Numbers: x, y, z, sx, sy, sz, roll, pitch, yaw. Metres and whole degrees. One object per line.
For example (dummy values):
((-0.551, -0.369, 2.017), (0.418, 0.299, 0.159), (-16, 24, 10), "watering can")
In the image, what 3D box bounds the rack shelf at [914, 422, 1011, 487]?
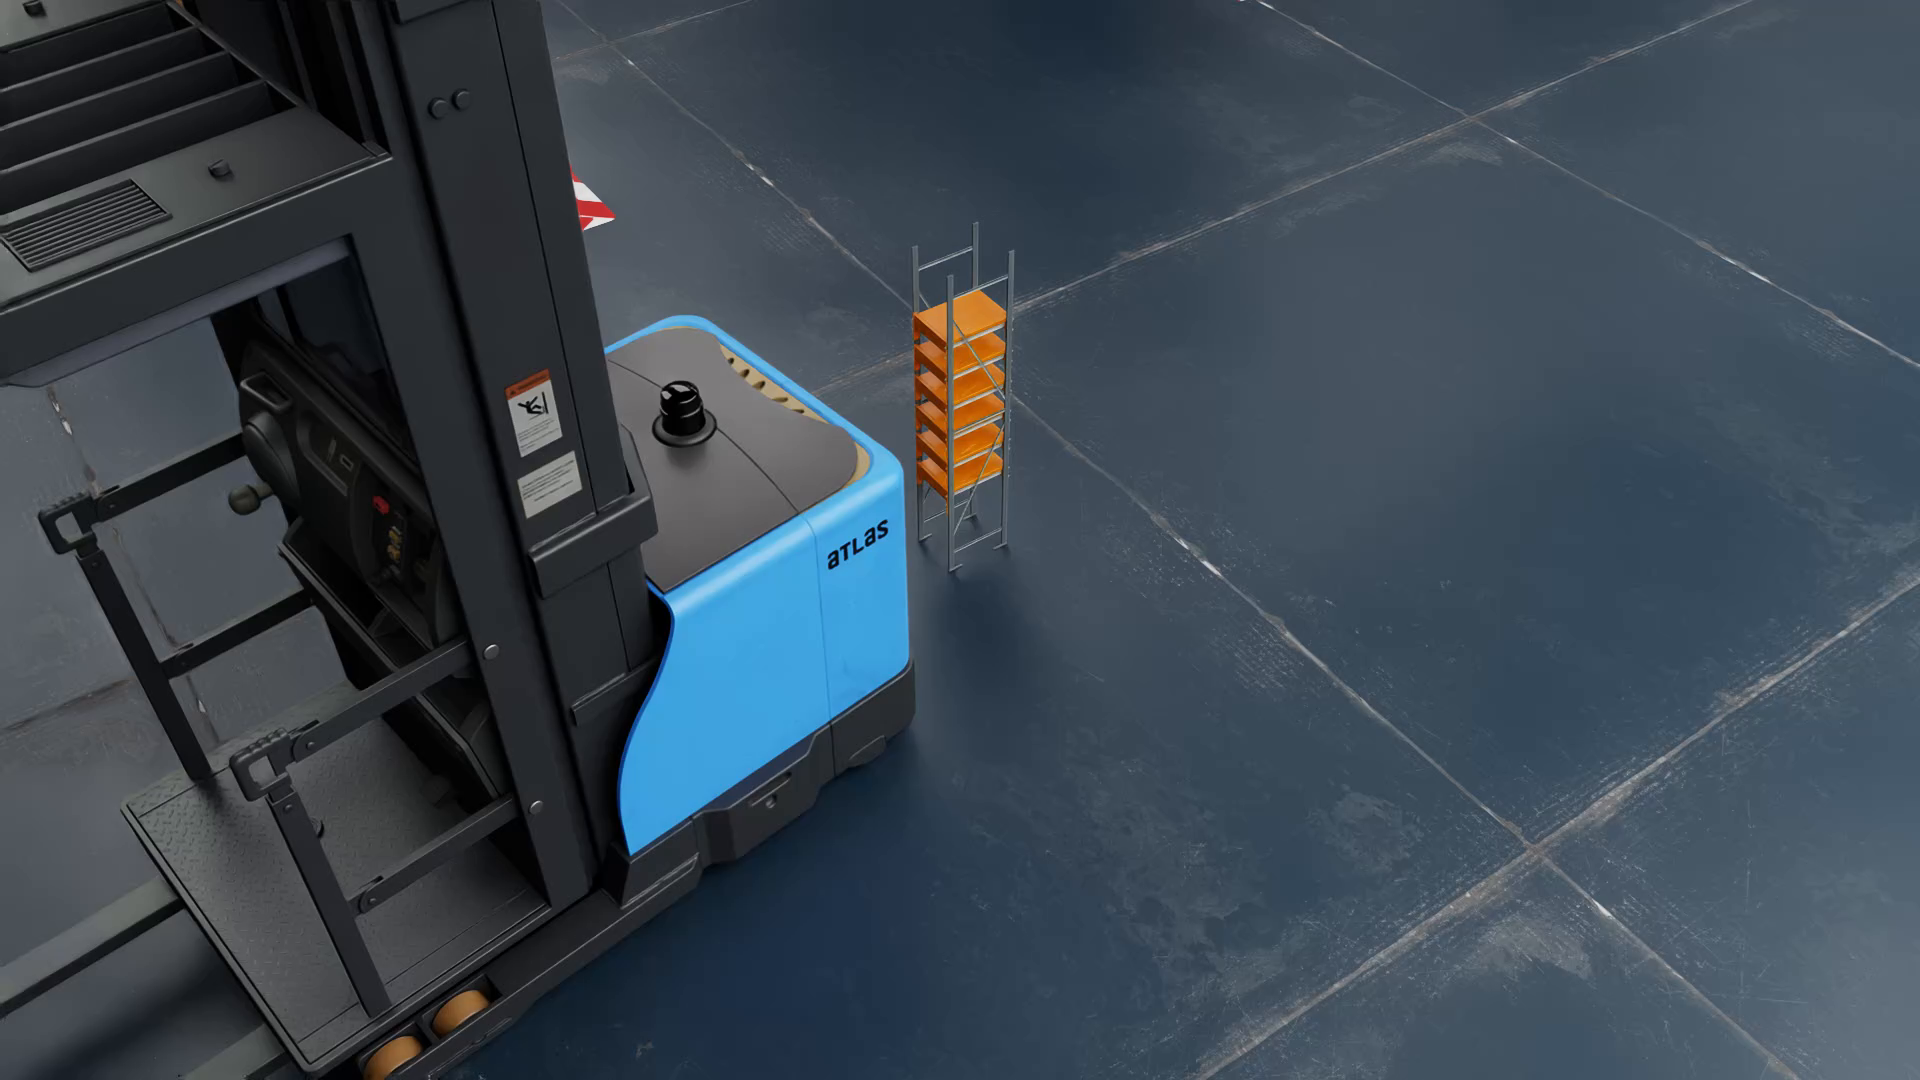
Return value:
((0.008, -0.307, 5.441), (0.258, 0.103, 0.180), (-26, 49, -24), "rack shelf")

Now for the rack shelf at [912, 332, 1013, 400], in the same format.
((0.008, -0.567, 5.192), (0.258, 0.103, 0.180), (-26, 49, -24), "rack shelf")

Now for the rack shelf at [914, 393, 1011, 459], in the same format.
((0.008, -0.394, 5.358), (0.258, 0.103, 0.180), (-26, 49, -24), "rack shelf")

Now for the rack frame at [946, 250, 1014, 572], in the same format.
((0.061, -0.374, 5.273), (0.240, 1.200, 0.006), (-26, 49, -24), "rack frame")

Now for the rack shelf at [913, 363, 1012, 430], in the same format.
((0.008, -0.480, 5.275), (0.258, 0.103, 0.180), (-26, 49, -24), "rack shelf")

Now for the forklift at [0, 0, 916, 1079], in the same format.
((-1.557, -0.039, 3.668), (3.031, 2.935, 1.130), (-33, 53, -30), "forklift")

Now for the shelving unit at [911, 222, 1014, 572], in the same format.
((0.008, -0.426, 5.327), (0.258, 1.200, 0.189), (-26, 49, -24), "shelving unit")

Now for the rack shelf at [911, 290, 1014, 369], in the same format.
((0.008, -0.654, 5.109), (0.258, 0.103, 0.180), (-26, 49, -24), "rack shelf")

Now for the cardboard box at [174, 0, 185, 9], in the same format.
((-3.046, -2.269, 7.099), (0.500, 0.500, 0.500), (-26, 49, -24), "cardboard box")

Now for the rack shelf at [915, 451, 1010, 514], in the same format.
((0.008, -0.220, 5.524), (0.258, 0.103, 0.180), (-26, 49, -24), "rack shelf")

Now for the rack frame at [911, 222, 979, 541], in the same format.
((-0.044, -0.478, 5.381), (0.240, 1.200, 0.006), (-26, 49, -24), "rack frame")
